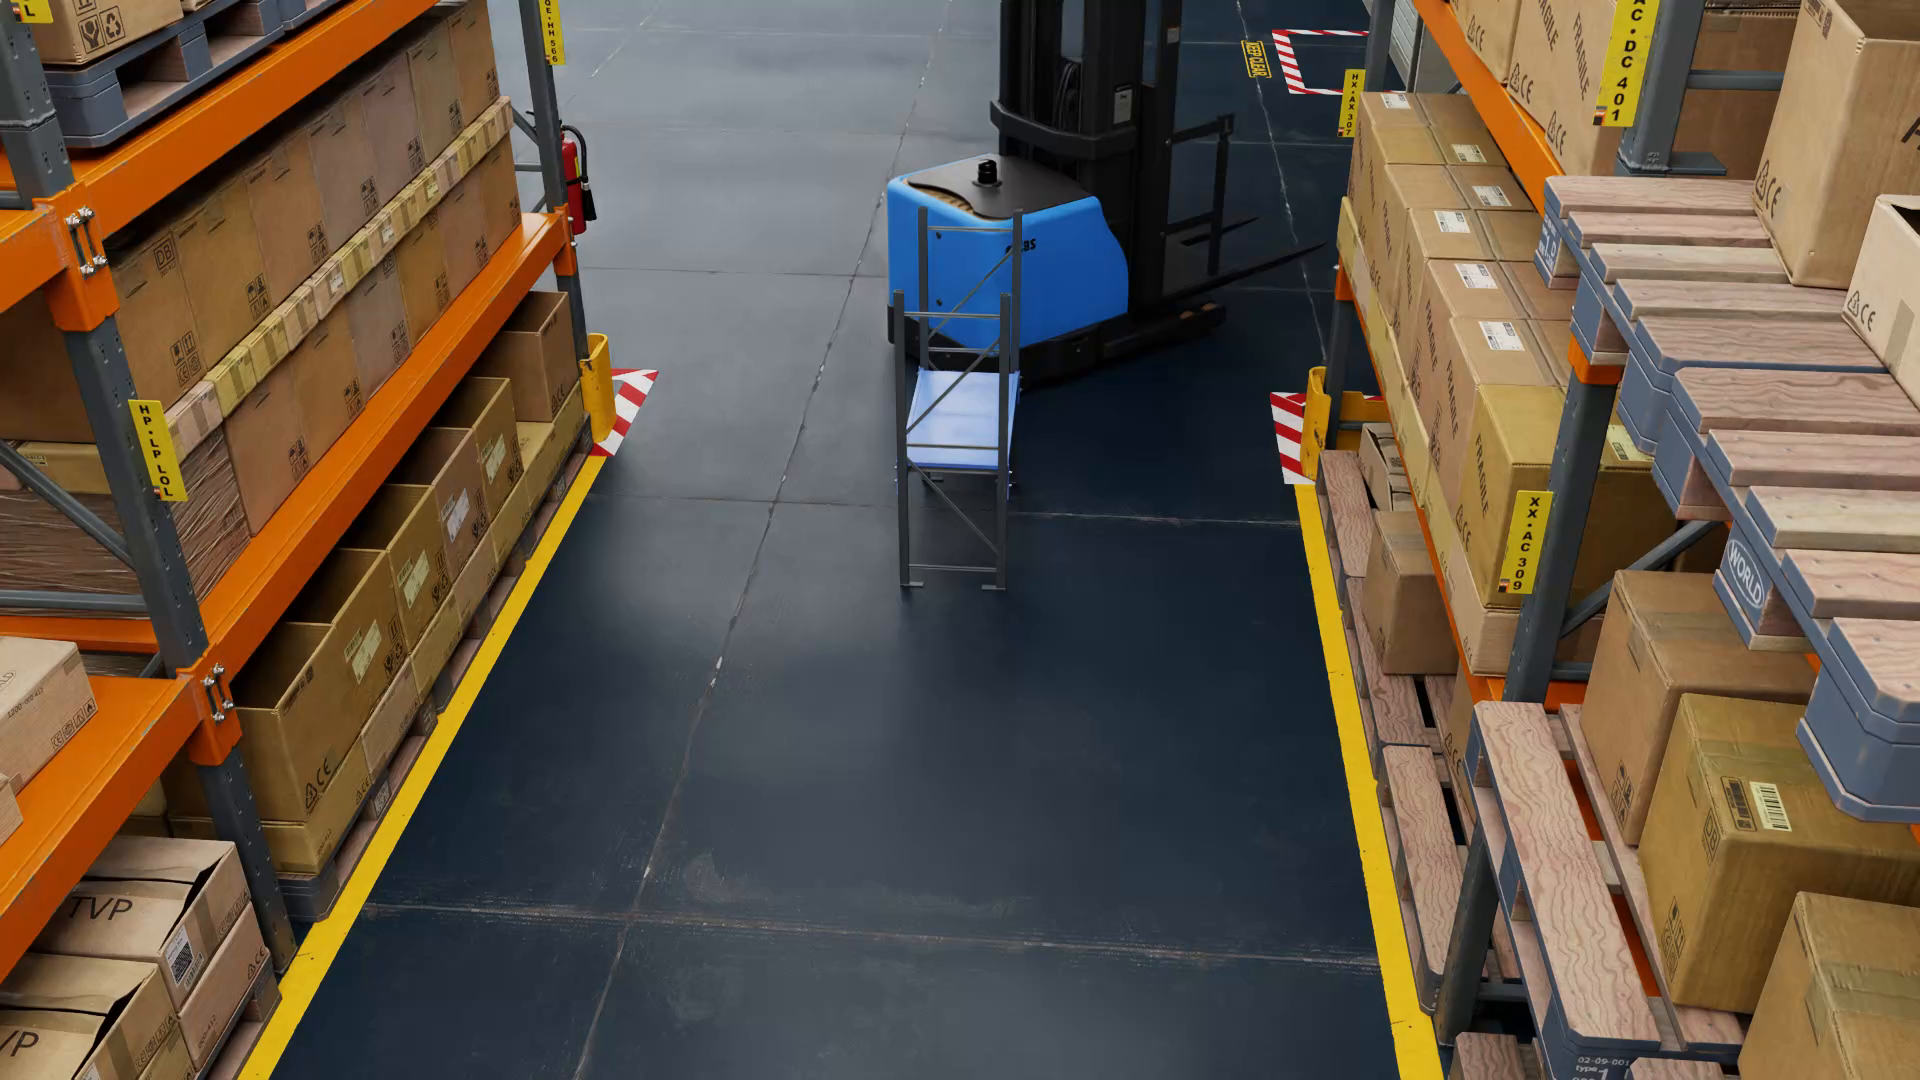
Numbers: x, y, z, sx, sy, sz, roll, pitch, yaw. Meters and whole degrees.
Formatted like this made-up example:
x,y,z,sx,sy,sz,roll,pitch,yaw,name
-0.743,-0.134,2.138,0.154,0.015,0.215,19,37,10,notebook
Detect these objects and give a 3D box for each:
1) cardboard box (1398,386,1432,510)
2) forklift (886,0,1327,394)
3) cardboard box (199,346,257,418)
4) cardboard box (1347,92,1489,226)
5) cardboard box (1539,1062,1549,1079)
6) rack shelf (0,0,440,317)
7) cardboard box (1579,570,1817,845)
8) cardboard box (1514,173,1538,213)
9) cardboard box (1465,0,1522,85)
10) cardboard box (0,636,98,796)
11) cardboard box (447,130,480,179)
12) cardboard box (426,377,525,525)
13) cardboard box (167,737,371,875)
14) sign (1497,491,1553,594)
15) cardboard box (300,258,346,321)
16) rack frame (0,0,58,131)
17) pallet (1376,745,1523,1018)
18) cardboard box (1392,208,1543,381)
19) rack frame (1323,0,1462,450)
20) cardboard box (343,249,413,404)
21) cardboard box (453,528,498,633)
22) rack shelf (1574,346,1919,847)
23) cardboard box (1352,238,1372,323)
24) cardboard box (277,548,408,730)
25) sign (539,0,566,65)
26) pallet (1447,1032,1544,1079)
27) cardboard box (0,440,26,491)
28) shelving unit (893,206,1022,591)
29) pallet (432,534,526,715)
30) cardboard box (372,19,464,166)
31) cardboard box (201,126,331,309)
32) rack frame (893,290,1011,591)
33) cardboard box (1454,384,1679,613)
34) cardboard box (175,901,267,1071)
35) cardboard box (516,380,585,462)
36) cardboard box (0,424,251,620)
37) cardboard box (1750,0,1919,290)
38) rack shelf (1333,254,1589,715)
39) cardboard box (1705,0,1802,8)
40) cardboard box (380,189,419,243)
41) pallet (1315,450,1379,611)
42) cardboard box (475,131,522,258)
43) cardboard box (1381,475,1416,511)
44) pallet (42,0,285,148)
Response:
x,y,z,sx,sy,sz,roll,pitch,yaw,name
1.902,-0.333,6.055,0.500,0.250,0.500,2,32,4,cardboard box
1.036,-2.688,9.819,3.031,2.935,1.130,-22,38,-31,forklift
-2.592,-0.531,5.538,0.380,0.149,0.250,2,32,3,cardboard box
2.078,-1.722,7.595,0.500,0.500,0.500,2,32,4,cardboard box
2.048,1.659,4.662,0.700,0.500,0.500,3,32,6,cardboard box
-2.684,-1.830,6.187,1.077,0.370,4.000,2,32,4,rack shelf
2.016,0.431,4.177,0.700,0.500,0.500,3,32,4,cardboard box
2.502,-1.170,6.699,0.500,0.500,0.500,2,32,3,cardboard box
1.947,-1.762,5.276,0.500,0.500,0.500,1,32,2,cardboard box
-2.843,0.510,4.707,0.500,0.250,0.500,4,32,7,cardboard box
-2.403,-1.745,7.509,0.380,0.149,0.250,2,32,3,cardboard box
-2.335,-0.416,7.571,0.500,0.500,0.500,2,32,4,cardboard box
-2.506,0.949,6.072,0.500,0.250,0.500,2,32,4,cardboard box
1.550,0.009,4.552,0.100,0.325,0.005,2,32,4,sign
-2.531,-0.938,6.200,0.380,0.149,0.250,2,32,3,cardboard box
-2.846,-2.367,3.514,1.000,3.000,0.127,2,32,4,rack frame
2.111,1.231,6.052,1.003,0.211,1.213,2,32,4,pallet
1.950,-0.924,6.299,0.500,0.500,0.500,3,32,6,cardboard box
2.417,-1.695,8.142,1.000,3.000,0.127,2,32,4,rack frame
-2.695,-0.894,6.747,0.700,0.500,0.500,3,32,5,cardboard box
-2.380,0.165,7.344,0.500,0.250,0.500,2,32,4,cardboard box
1.928,0.471,2.453,1.077,0.370,4.000,2,32,4,rack shelf
2.033,-1.126,7.342,0.500,0.250,0.500,2,32,2,cardboard box
-2.464,0.368,6.299,0.500,0.500,0.500,2,32,4,cardboard box
-1.981,-2.468,8.067,0.100,0.325,0.005,2,32,4,sign
2.029,1.991,4.819,1.003,0.211,1.213,2,32,4,pallet
-3.038,-0.283,5.137,0.380,0.149,0.250,2,32,4,cardboard box
0.007,-0.683,7.929,0.538,1.500,1.048,2,32,4,shelving unit
-2.643,0.320,7.529,1.003,0.211,1.213,2,32,4,pallet
-2.613,-1.953,7.229,0.700,0.500,0.500,2,32,3,cardboard box
-2.735,-1.167,5.952,0.700,0.500,0.500,2,32,4,cardboard box
-0.034,-0.417,7.498,0.500,1.500,0.032,2,32,4,rack frame
1.821,-0.128,5.008,0.500,0.500,0.500,2,32,4,cardboard box
-2.591,1.408,5.327,0.500,0.250,0.500,2,32,4,cardboard box
-2.270,-0.620,8.618,0.500,0.250,0.500,2,32,4,cardboard box
-2.817,-0.088,5.439,0.700,0.500,0.500,2,32,3,cardboard box
1.967,-0.820,3.366,0.500,0.500,0.500,7,32,11,cardboard box
2.254,-0.343,6.633,1.077,0.370,4.000,2,32,4,rack shelf
1.862,-1.631,4.111,0.500,0.500,0.500,0,32,0,cardboard box
-2.466,-1.339,6.849,0.380,0.149,0.250,3,32,5,cardboard box
2.309,-0.045,8.122,1.003,0.211,1.213,2,32,4,pallet
-2.572,-1.704,8.060,0.700,0.500,0.500,2,32,4,cardboard box
2.224,-0.082,7.667,0.500,0.311,0.500,5,32,8,cardboard box
-2.803,-1.500,5.050,1.003,0.211,1.213,2,32,4,pallet
